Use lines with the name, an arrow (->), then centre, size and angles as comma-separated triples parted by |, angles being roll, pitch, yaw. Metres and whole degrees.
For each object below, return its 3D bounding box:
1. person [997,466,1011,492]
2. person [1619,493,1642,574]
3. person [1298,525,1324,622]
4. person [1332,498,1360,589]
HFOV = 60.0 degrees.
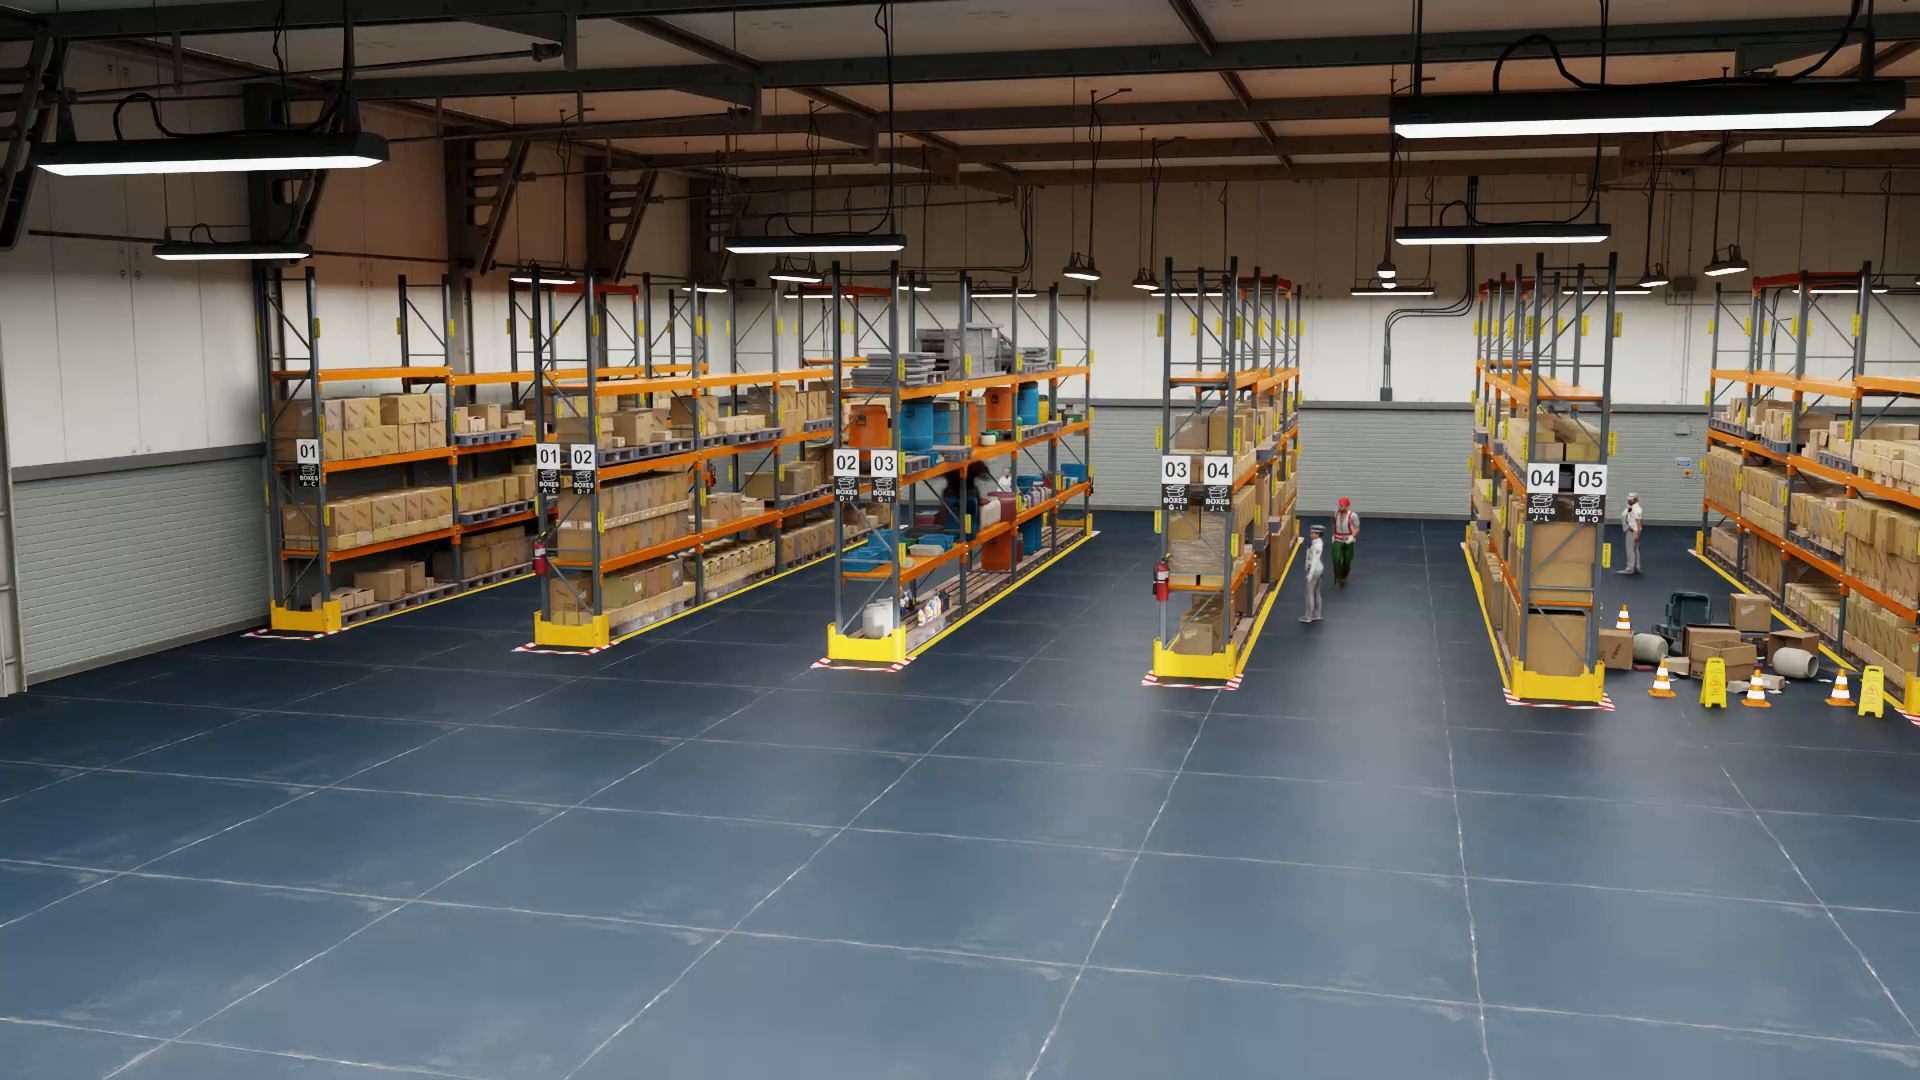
person -> 1.159, -1.011, 41.016 | 0.508, 1.633, 0.962 | 3, 8, 20
person -> 13.809, -0.147, 34.193 | 0.427, 1.668, 0.511 | 3, 8, 21
person -> 6.022, 0.572, 28.495 | 0.401, 1.672, 0.524 | 3, 8, 24
person -> 7.511, 0.068, 32.410 | 0.531, 1.807, 0.877 | 2, 8, 16
